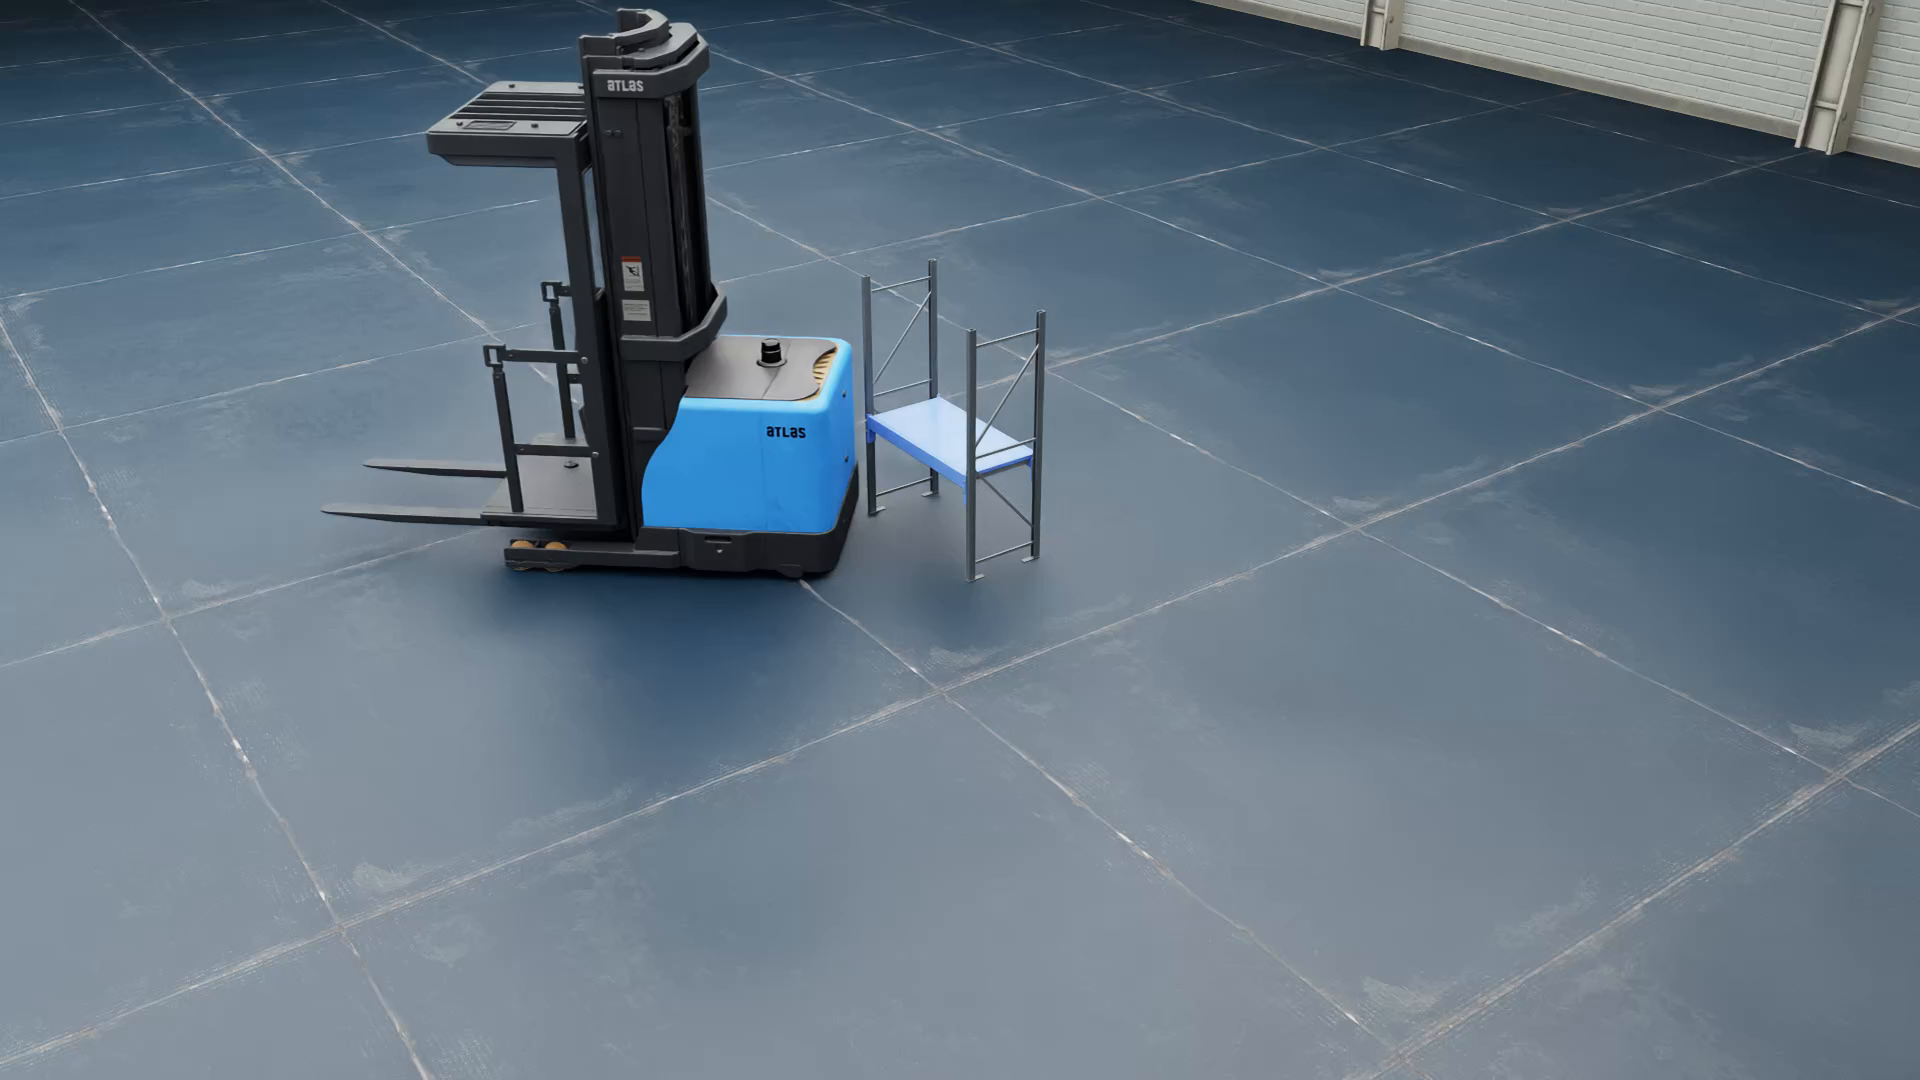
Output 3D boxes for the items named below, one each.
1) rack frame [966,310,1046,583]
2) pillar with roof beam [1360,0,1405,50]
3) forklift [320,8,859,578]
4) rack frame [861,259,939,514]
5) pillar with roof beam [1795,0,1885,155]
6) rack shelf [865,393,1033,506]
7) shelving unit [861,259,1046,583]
[{"bbox_3d":[0.245,-0.495,9.089,0.500,1.500,0.032,-19,34,-31],"label":"rack frame"},{"bbox_3d":[1.921,-9.148,17.166,9.100,9.000,0.400,-19,34,-31],"label":"pillar with roof beam"},{"bbox_3d":[-2.160,-1.355,9.173,3.031,2.935,1.130,2,29,5],"label":"forklift"},{"bbox_3d":[-0.344,-0.890,9.817,0.500,1.500,0.032,-19,34,-31],"label":"rack frame"},{"bbox_3d":[5.401,-6.816,12.871,9.100,9.000,0.400,-19,34,-31],"label":"pillar with roof beam"},{"bbox_3d":[-0.049,-0.534,9.539,0.538,0.185,1.000,-19,34,-31],"label":"rack shelf"},{"bbox_3d":[-0.049,-0.692,9.453,0.538,1.500,1.048,-19,34,-31],"label":"shelving unit"}]
